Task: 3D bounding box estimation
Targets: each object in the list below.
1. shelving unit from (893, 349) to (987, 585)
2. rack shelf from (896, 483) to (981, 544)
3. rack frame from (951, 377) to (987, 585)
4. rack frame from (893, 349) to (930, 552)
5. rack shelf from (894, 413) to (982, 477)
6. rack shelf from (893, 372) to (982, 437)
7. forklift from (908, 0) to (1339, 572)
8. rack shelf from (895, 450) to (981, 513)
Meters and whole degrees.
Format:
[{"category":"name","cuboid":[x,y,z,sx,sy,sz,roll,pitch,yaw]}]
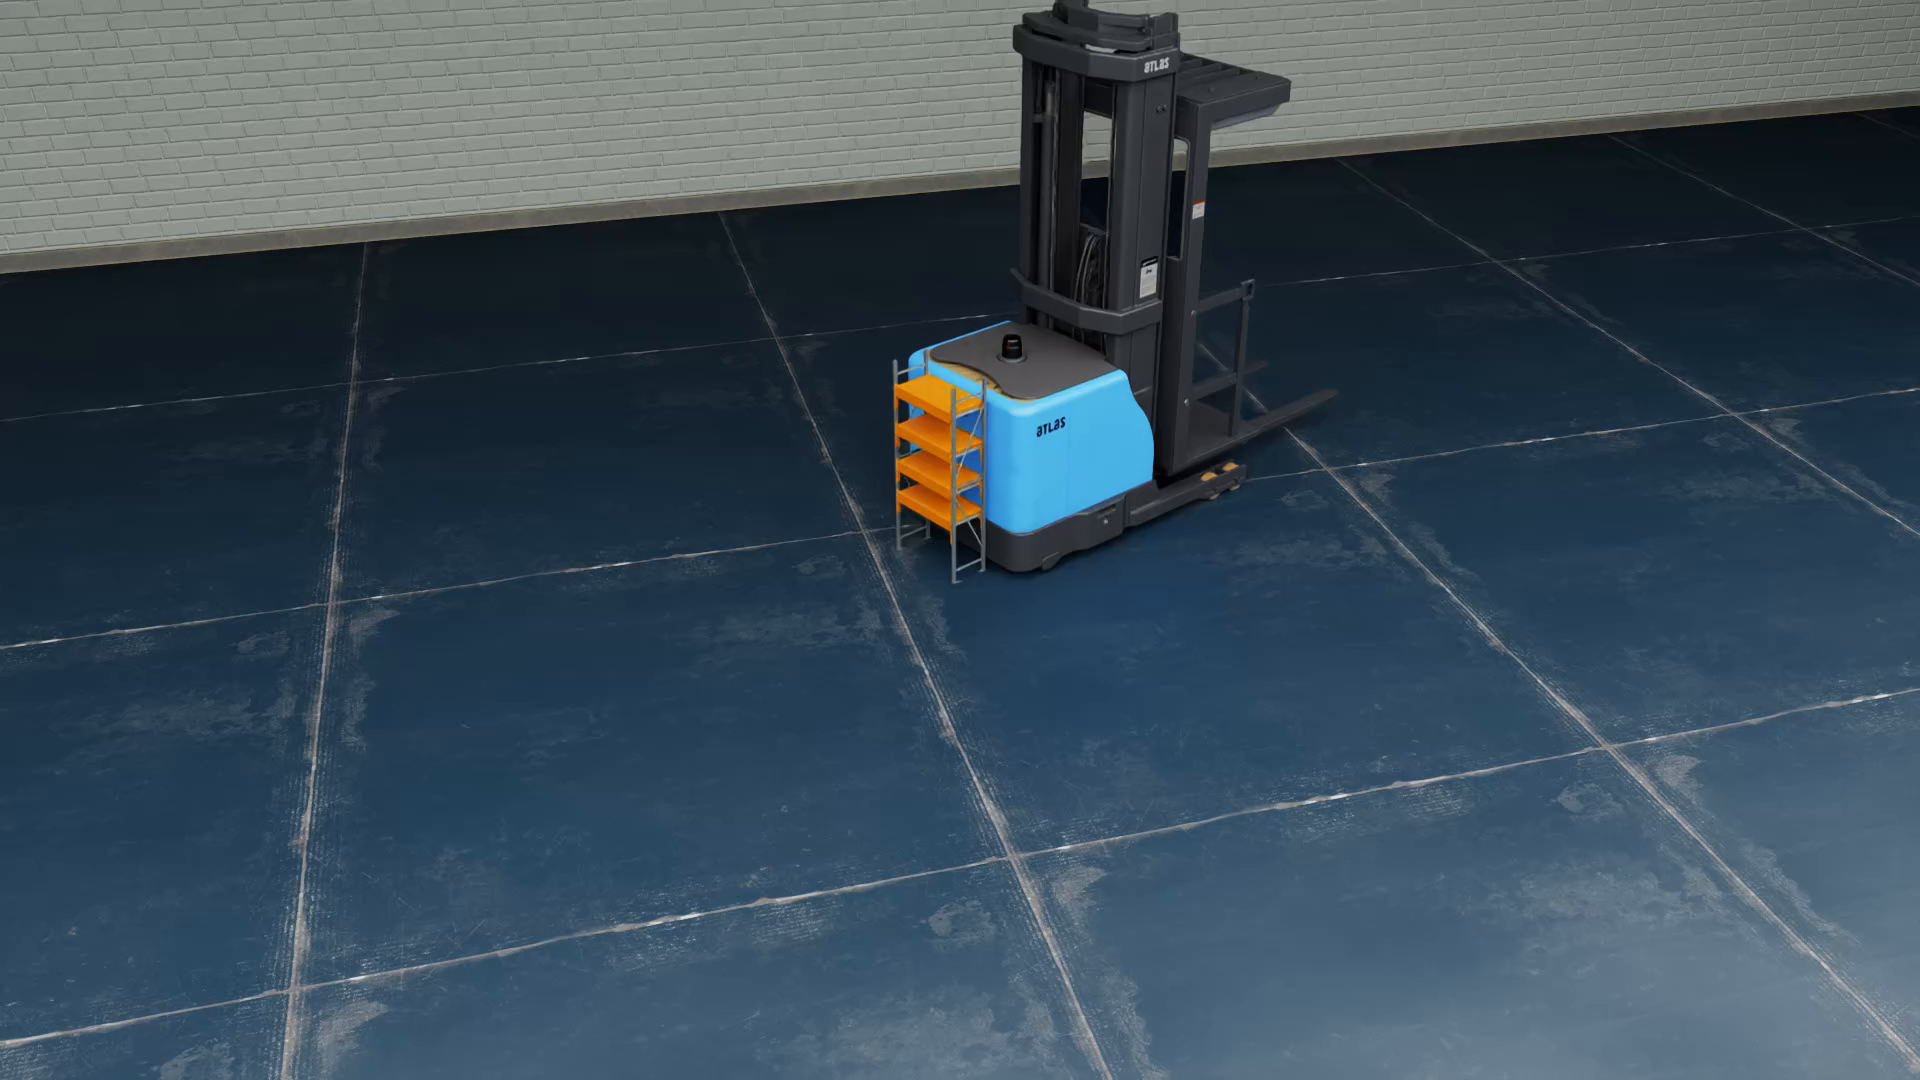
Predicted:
[{"category":"shelving unit","cuboid":[-0.112,-0.401,9.245,0.258,1.200,0.503,-23,37,-34]},{"category":"rack shelf","cuboid":[-0.112,-0.171,9.378,0.258,0.148,0.480,-23,37,-34]},{"category":"rack frame","cuboid":[0.048,-0.309,9.085,0.240,1.200,0.015,-23,37,-34]},{"category":"rack frame","cuboid":[-0.271,-0.494,9.405,0.240,1.200,0.015,-23,37,-34]},{"category":"rack shelf","cuboid":[-0.112,-0.536,9.167,0.258,0.148,0.480,-23,37,-34]},{"category":"rack shelf","cuboid":[-0.112,-0.741,9.048,0.258,0.148,0.480,-23,37,-34]},{"category":"forklift","cuboid":[1.141,-1.695,9.753,3.031,2.935,1.130,-23,37,-34]},{"category":"rack shelf","cuboid":[-0.112,-0.343,9.279,0.258,0.148,0.480,-23,37,-34]}]
